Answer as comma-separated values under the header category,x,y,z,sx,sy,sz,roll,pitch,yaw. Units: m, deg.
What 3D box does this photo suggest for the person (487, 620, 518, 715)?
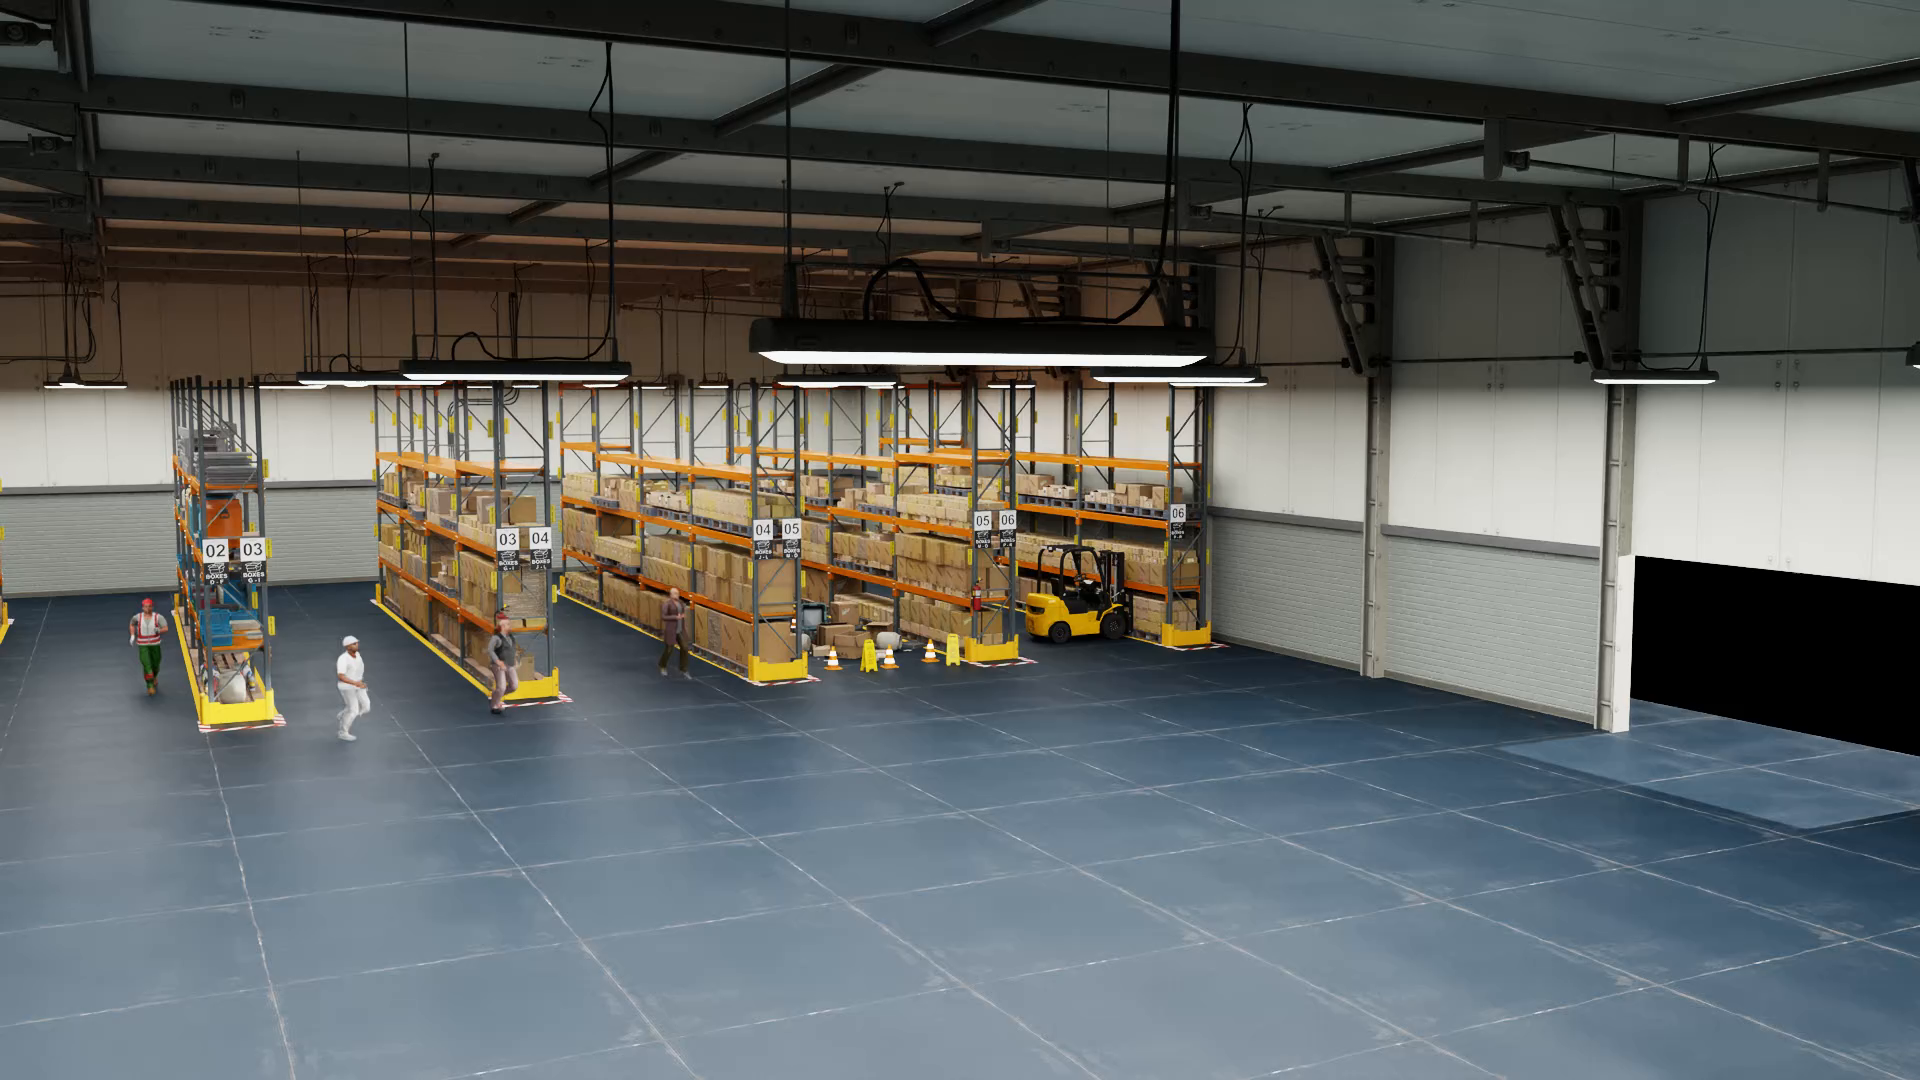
category,x,y,z,sx,sy,sz,roll,pitch,yaw
person,-8.135,2.253,29.722,0.523,1.658,0.709,3,6,30

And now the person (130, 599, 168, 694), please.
category,x,y,z,sx,sy,sz,roll,pitch,yaw
person,-15.406,1.990,31.616,0.662,1.770,0.993,-3,6,-28

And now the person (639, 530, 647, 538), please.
category,x,y,z,sx,sy,sz,roll,pitch,yaw
person,-9.062,0.601,47.847,0.708,1.783,0.771,-4,6,-36

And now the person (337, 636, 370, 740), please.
category,x,y,z,sx,sy,sz,roll,pitch,yaw
person,-10.013,2.432,27.439,0.647,1.723,0.729,1,5,8

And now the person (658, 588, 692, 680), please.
category,x,y,z,sx,sy,sz,roll,pitch,yaw
person,-5.736,1.871,33.249,0.898,1.845,0.705,5,7,44
